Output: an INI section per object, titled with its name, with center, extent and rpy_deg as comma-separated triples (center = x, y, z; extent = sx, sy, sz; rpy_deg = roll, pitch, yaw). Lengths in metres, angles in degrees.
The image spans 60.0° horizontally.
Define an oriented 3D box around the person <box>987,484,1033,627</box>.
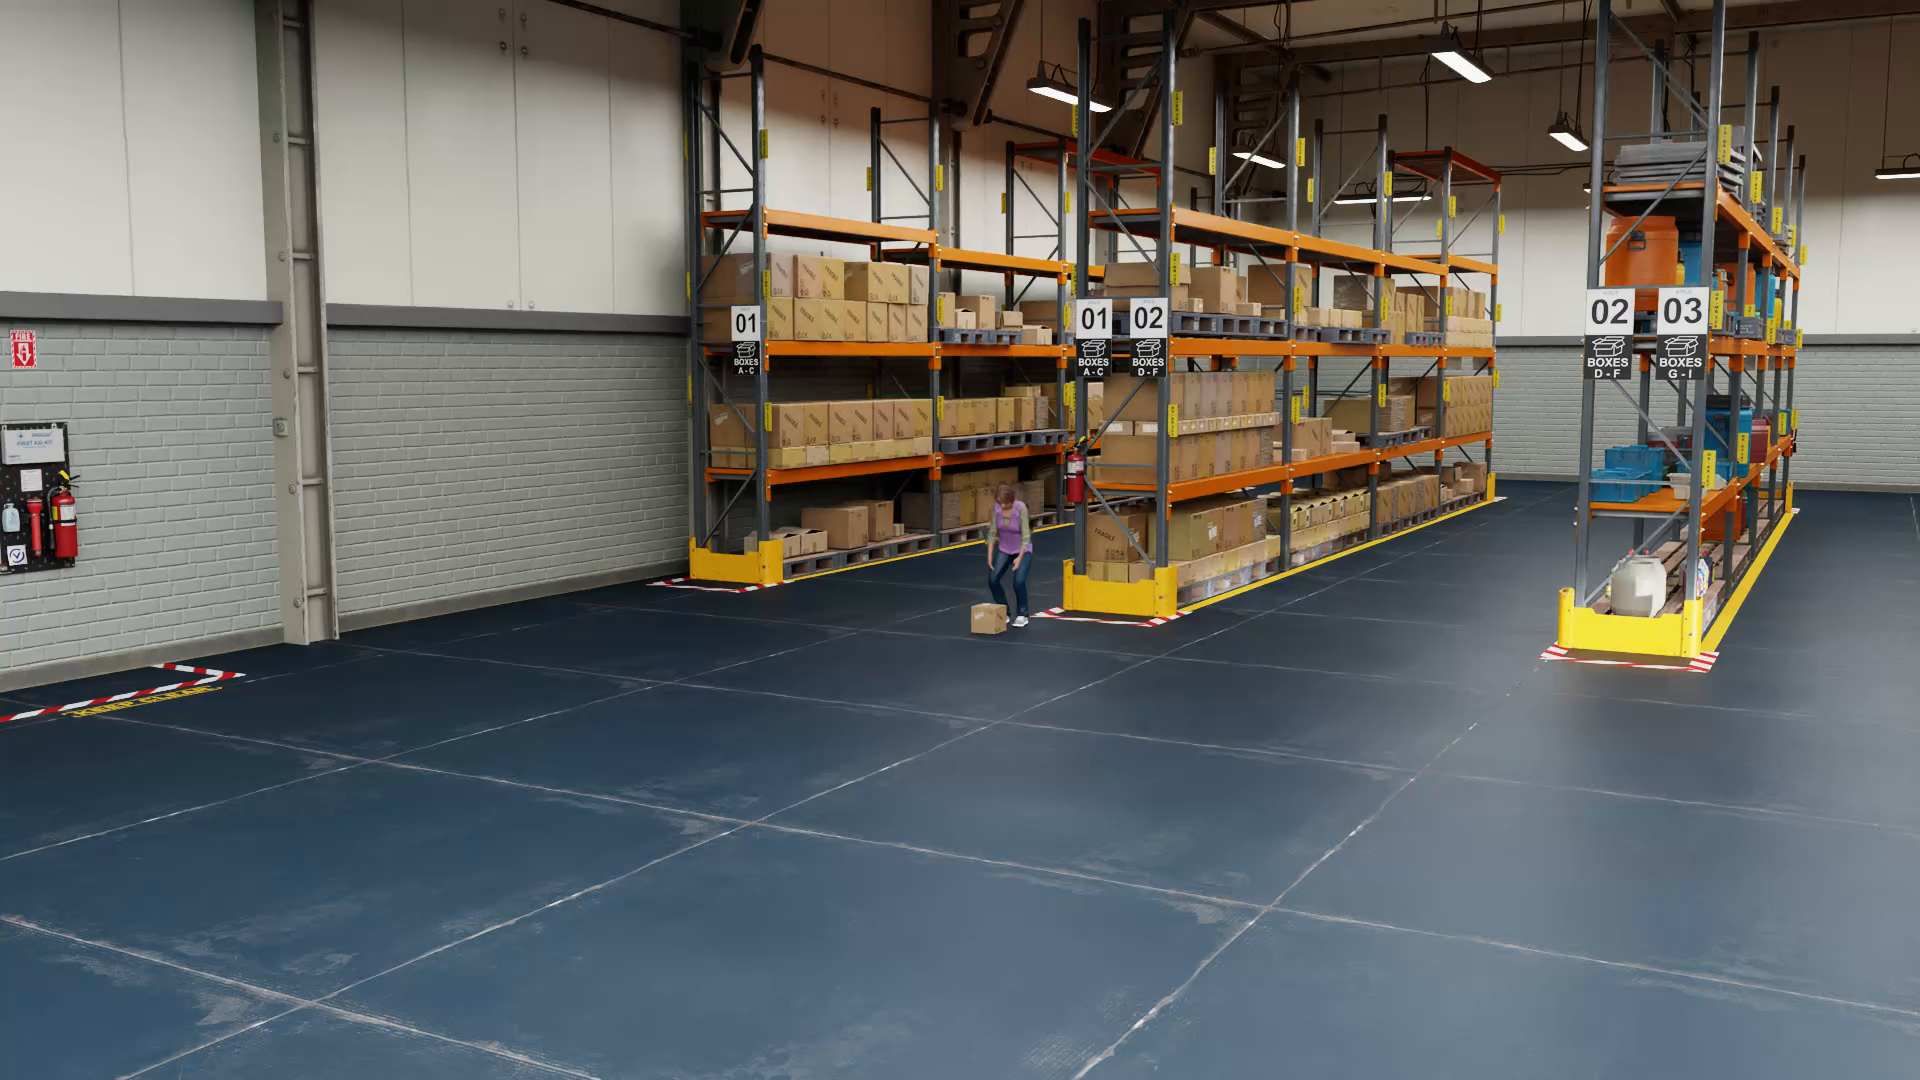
[person]
center = 0.508, 0.155, 16.179
extent = 0.458, 1.381, 0.581
rpy_deg = 3, 7, 29
